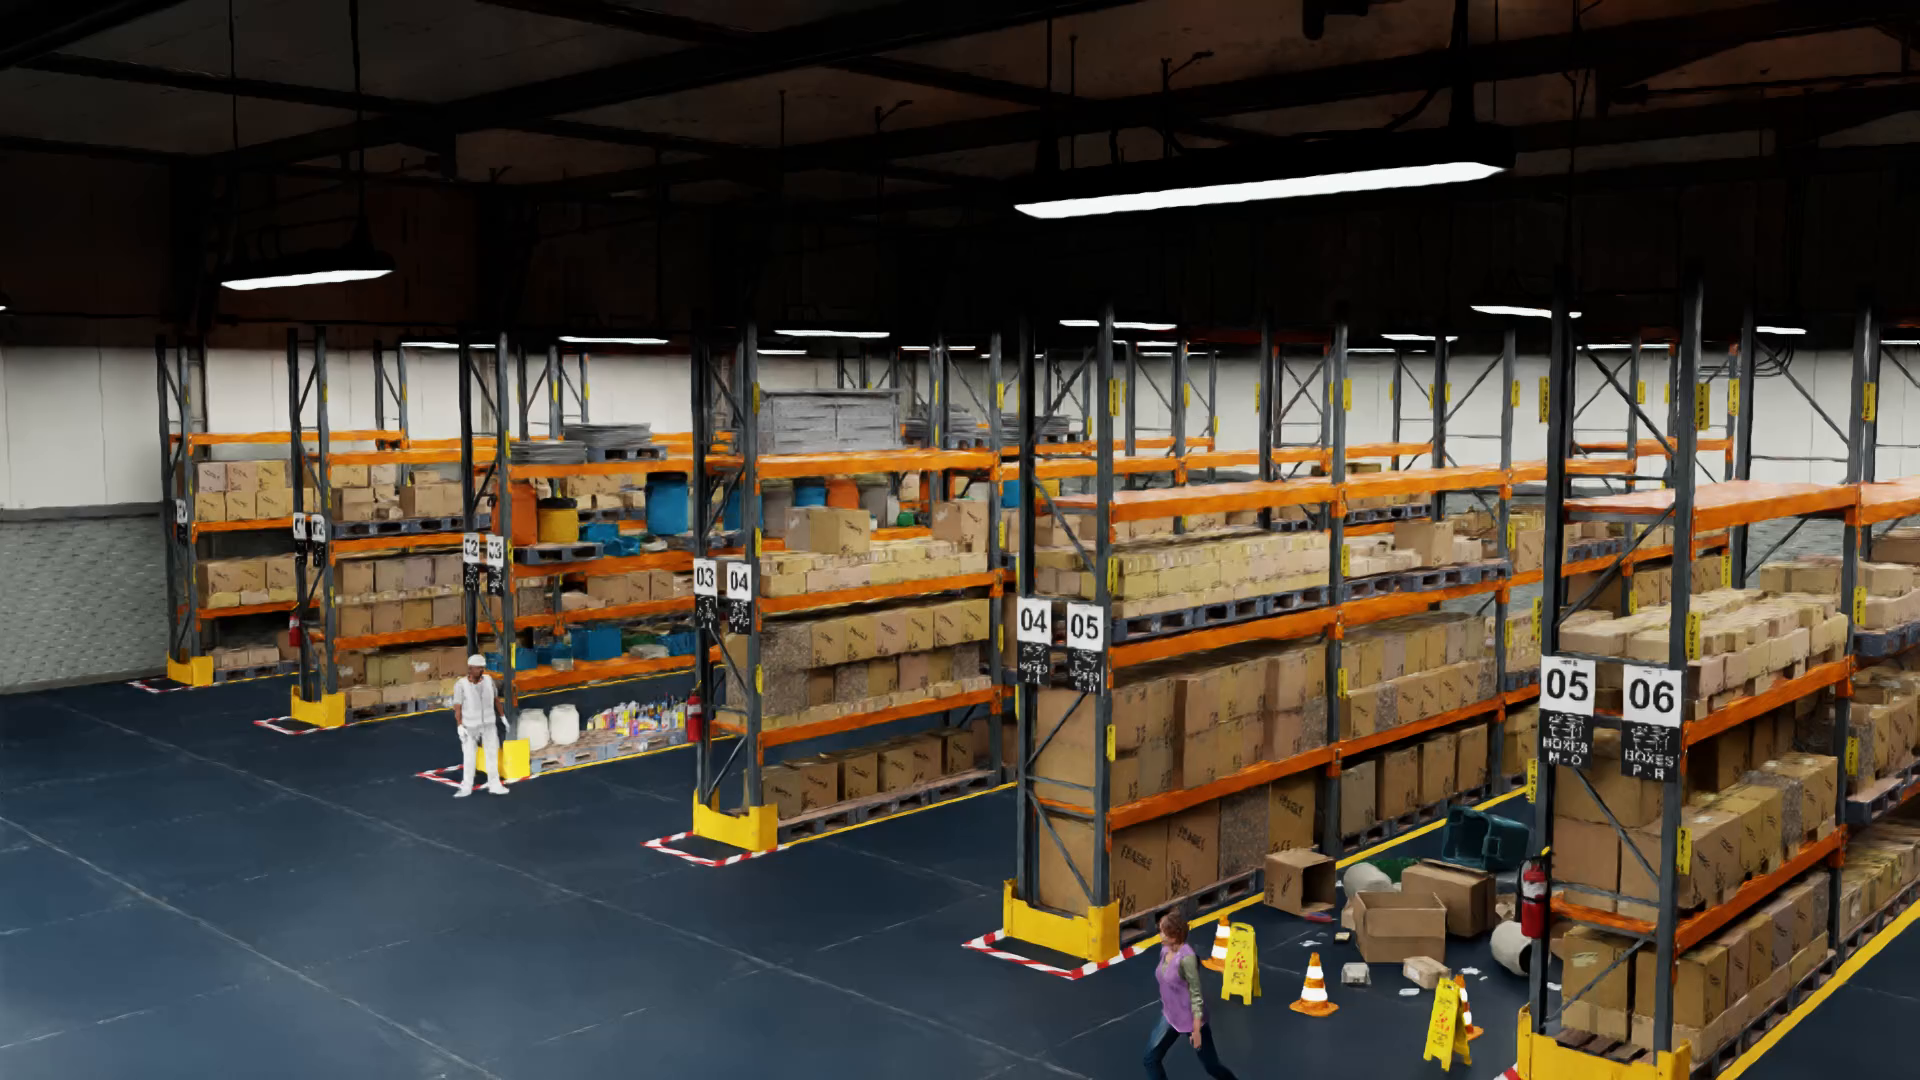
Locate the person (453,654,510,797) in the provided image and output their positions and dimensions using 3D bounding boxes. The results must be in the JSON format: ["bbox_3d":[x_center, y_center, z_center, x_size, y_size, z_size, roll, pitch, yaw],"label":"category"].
[{"bbox_3d":[-5.992,2.304,20.794,0.717,1.782,0.406,-4,7,-35],"label":"person"}]

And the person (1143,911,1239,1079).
[{"bbox_3d":[1.608,3.313,11.525,0.862,1.531,0.455,-3,6,-26],"label":"person"}]
